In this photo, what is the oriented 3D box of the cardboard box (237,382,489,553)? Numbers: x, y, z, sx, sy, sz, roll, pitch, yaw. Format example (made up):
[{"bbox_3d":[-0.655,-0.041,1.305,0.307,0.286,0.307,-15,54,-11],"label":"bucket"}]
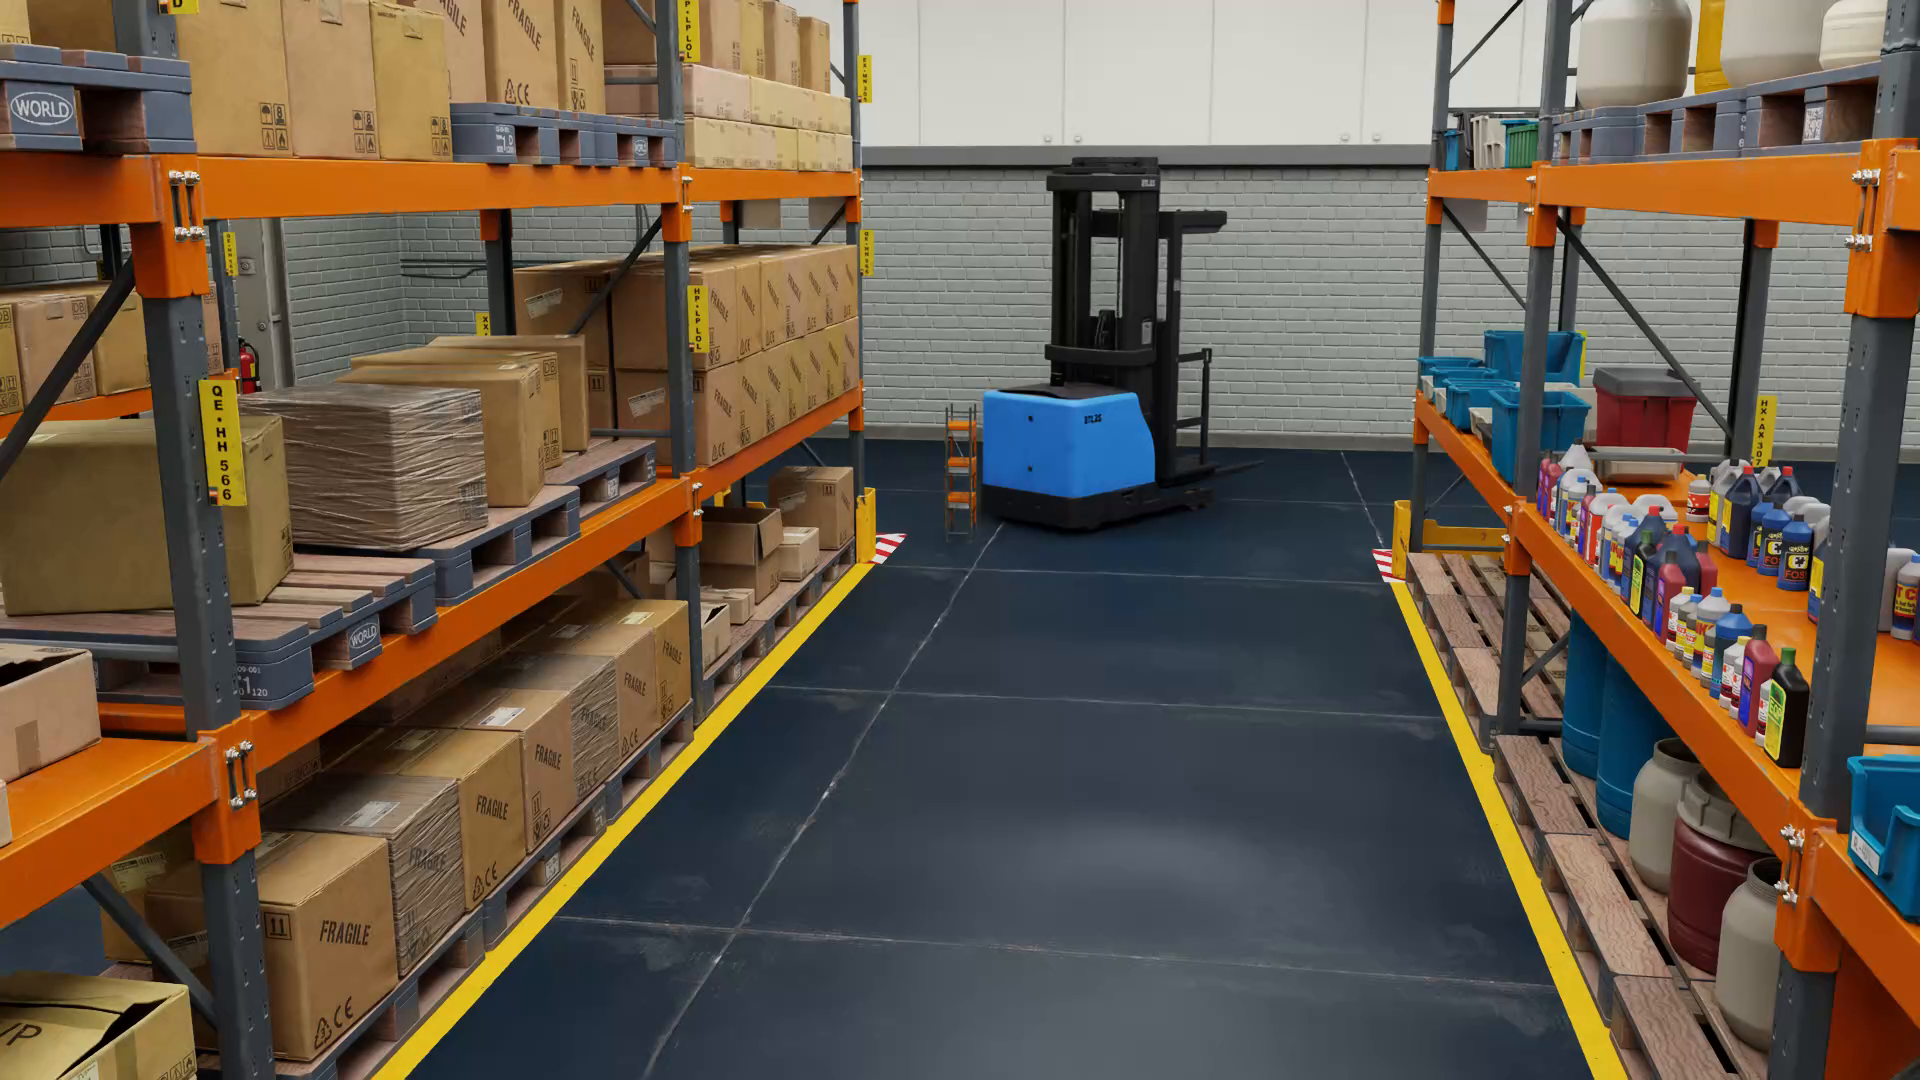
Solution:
[{"bbox_3d":[-2.130,-0.273,5.904,0.700,0.500,0.500,4,13,19],"label":"cardboard box"}]

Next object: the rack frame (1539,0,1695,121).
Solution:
[{"bbox_3d":[3.064,-3.303,6.962,1.000,3.000,0.127,2,12,9],"label":"rack frame"}]

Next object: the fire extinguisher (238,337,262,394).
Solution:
[{"bbox_3d":[-5.631,-1.321,13.071,0.296,0.674,0.183,2,12,9],"label":"fire extinguisher"}]

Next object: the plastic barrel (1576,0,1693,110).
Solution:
[{"bbox_3d":[2.736,-2.007,6.749,0.433,0.535,0.433,0,12,0],"label":"plastic barrel"}]

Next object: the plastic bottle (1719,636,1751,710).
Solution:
[{"bbox_3d":[2.176,0.369,4.632,0.097,0.201,0.097,0,12,0],"label":"plastic bottle"}]

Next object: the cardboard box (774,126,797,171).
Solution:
[{"bbox_3d":[-1.278,-2.330,9.923,0.500,0.250,0.500,2,12,9],"label":"cardboard box"}]

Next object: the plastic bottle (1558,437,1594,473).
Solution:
[{"bbox_3d":[2.684,-0.276,7.269,0.144,0.351,0.185,2,12,9],"label":"plastic bottle"}]

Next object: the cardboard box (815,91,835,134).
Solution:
[{"bbox_3d":[-1.118,-2.783,10.836,0.500,0.250,0.500,2,12,9],"label":"cardboard box"}]

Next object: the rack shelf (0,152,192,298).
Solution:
[{"bbox_3d":[-2.752,-0.398,2.307,1.077,0.370,4.000,2,12,9],"label":"rack shelf"}]

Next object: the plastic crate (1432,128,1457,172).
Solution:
[{"bbox_3d":[3.345,-2.535,10.825,0.497,0.269,0.590,2,12,9],"label":"plastic crate"}]

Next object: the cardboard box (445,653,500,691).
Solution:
[{"bbox_3d":[-2.300,0.783,7.130,0.500,0.500,0.500,2,12,9],"label":"cardboard box"}]

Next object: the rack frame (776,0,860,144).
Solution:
[{"bbox_3d":[-1.214,-4.297,11.574,1.000,3.000,0.127,2,12,9],"label":"rack frame"}]

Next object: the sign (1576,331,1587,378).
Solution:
[{"bbox_3d":[4.225,-1.269,11.373,0.100,0.325,0.005,2,12,9],"label":"sign"}]

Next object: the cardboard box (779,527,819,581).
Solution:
[{"bbox_3d":[-1.230,0.082,10.974,0.500,0.250,0.500,2,12,9],"label":"cardboard box"}]

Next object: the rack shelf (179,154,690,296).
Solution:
[{"bbox_3d":[-2.137,-1.230,6.170,1.077,0.370,4.000,2,12,9],"label":"rack shelf"}]

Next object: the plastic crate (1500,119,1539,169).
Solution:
[{"bbox_3d":[2.889,-1.955,8.223,0.416,0.233,0.300,2,12,9],"label":"plastic crate"}]

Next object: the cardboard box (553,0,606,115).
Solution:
[{"bbox_3d":[-1.980,-2.199,7.485,0.600,0.600,0.600,1,12,3],"label":"cardboard box"}]

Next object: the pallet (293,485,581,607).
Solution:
[{"bbox_3d":[-2.150,-0.011,6.378,1.003,0.211,1.213,2,12,9],"label":"pallet"}]

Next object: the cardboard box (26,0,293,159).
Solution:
[{"bbox_3d":[-2.411,-1.307,4.579,0.910,0.500,0.500,2,12,9],"label":"cardboard box"}]

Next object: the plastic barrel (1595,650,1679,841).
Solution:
[{"bbox_3d":[2.855,0.710,6.564,0.600,0.901,0.708,2,12,9],"label":"plastic barrel"}]

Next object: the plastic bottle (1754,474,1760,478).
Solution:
[{"bbox_3d":[3.267,-0.142,6.825,0.152,0.276,0.135,2,12,9],"label":"plastic bottle"}]

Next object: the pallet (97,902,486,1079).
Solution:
[{"bbox_3d":[-2.293,1.510,5.488,1.003,0.211,1.213,2,12,9],"label":"pallet"}]

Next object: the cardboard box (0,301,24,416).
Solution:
[{"bbox_3d":[-6.508,-1.103,10.278,0.980,0.700,0.700,2,12,7],"label":"cardboard box"}]

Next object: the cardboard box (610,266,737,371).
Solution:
[{"bbox_3d":[-1.479,-1.159,8.639,0.500,0.500,0.500,2,12,10],"label":"cardboard box"}]

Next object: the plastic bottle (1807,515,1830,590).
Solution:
[{"bbox_3d":[3.133,0.040,5.984,0.152,0.276,0.135,2,12,9],"label":"plastic bottle"}]

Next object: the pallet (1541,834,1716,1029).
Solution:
[{"bbox_3d":[2.719,1.406,5.967,1.003,0.211,1.213,2,12,9],"label":"pallet"}]

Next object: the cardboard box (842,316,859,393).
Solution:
[{"bbox_3d":[-1.014,-1.312,11.722,0.500,0.500,0.500,2,12,10],"label":"cardboard box"}]

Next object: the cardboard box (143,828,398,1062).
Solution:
[{"bbox_3d":[-2.092,1.222,5.092,0.500,0.500,0.500,2,12,11],"label":"cardboard box"}]

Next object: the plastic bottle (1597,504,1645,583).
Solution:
[{"bbox_3d":[2.439,0.015,6.099,0.152,0.276,0.135,2,12,9],"label":"plastic bottle"}]

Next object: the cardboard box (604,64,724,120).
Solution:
[{"bbox_3d":[-1.509,-2.263,8.422,0.500,0.250,0.500,2,12,9],"label":"cardboard box"}]

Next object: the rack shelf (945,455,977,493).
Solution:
[{"bbox_3d":[0.008,-0.514,12.937,0.215,0.259,0.240,2,12,9],"label":"rack shelf"}]

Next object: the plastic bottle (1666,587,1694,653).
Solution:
[{"bbox_3d":[2.266,0.248,5.196,0.097,0.201,0.097,0,12,0],"label":"plastic bottle"}]

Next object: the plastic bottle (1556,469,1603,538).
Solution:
[{"bbox_3d":[2.560,-0.150,6.864,0.152,0.276,0.135,2,12,9],"label":"plastic bottle"}]

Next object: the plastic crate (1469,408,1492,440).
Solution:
[{"bbox_3d":[3.035,-0.643,9.343,0.293,0.136,0.466,2,12,9],"label":"plastic crate"}]

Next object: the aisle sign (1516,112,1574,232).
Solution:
[{"bbox_3d":[3.980,-2.480,11.209,0.394,0.787,0.004,2,12,9],"label":"aisle sign"}]

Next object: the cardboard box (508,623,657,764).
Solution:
[{"bbox_3d":[-1.707,0.689,7.563,0.500,0.500,0.500,2,12,9],"label":"cardboard box"}]

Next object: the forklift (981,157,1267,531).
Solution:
[{"bbox_3d":[1.547,-1.754,14.176,1.130,2.935,3.031,11,16,42],"label":"forklift"}]

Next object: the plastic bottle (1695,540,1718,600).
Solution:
[{"bbox_3d":[2.436,0.149,5.458,0.061,0.283,0.133,2,12,9],"label":"plastic bottle"}]

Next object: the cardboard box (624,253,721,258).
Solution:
[{"bbox_3d":[-1.775,-1.500,10.222,0.500,0.500,0.500,2,12,8],"label":"cardboard box"}]

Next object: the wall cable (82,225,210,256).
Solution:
[{"bbox_3d":[-6.847,-2.318,14.219,0.084,1.984,1.851,2,12,9],"label":"wall cable"}]

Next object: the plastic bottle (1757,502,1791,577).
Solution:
[{"bbox_3d":[3.042,-0.007,6.209,0.097,0.271,0.097,0,12,0],"label":"plastic bottle"}]

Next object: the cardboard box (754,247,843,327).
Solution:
[{"bbox_3d":[-1.088,-1.696,11.131,0.500,0.500,0.500,2,12,10],"label":"cardboard box"}]

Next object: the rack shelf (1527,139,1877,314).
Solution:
[{"bbox_3d":[2.757,-1.069,5.422,1.077,0.370,4.000,2,12,9],"label":"rack shelf"}]

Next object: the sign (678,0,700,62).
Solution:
[{"bbox_3d":[-1.281,-2.426,7.850,0.100,0.325,0.005,2,12,9],"label":"sign"}]

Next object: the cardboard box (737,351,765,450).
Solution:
[{"bbox_3d":[-1.406,-0.785,9.278,0.500,0.500,0.500,2,12,10],"label":"cardboard box"}]

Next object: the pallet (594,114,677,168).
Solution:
[{"bbox_3d":[-1.999,-1.773,7.427,1.213,0.211,1.003,2,12,9],"label":"pallet"}]

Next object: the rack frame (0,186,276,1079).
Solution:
[{"bbox_3d":[-2.445,0.301,4.479,1.000,3.000,0.127,2,12,9],"label":"rack frame"}]

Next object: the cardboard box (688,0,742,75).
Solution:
[{"bbox_3d":[-1.576,-2.738,8.847,0.700,0.500,0.500,2,12,9],"label":"cardboard box"}]

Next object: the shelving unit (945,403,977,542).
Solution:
[{"bbox_3d":[0.008,-0.524,12.934,0.215,1.050,0.252,2,12,9],"label":"shelving unit"}]

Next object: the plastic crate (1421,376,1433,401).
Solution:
[{"bbox_3d":[3.185,-0.999,10.993,0.250,0.136,0.298,2,12,9],"label":"plastic crate"}]

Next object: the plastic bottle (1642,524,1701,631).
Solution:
[{"bbox_3d":[2.331,0.118,5.442,0.144,0.351,0.185,2,12,9],"label":"plastic bottle"}]
